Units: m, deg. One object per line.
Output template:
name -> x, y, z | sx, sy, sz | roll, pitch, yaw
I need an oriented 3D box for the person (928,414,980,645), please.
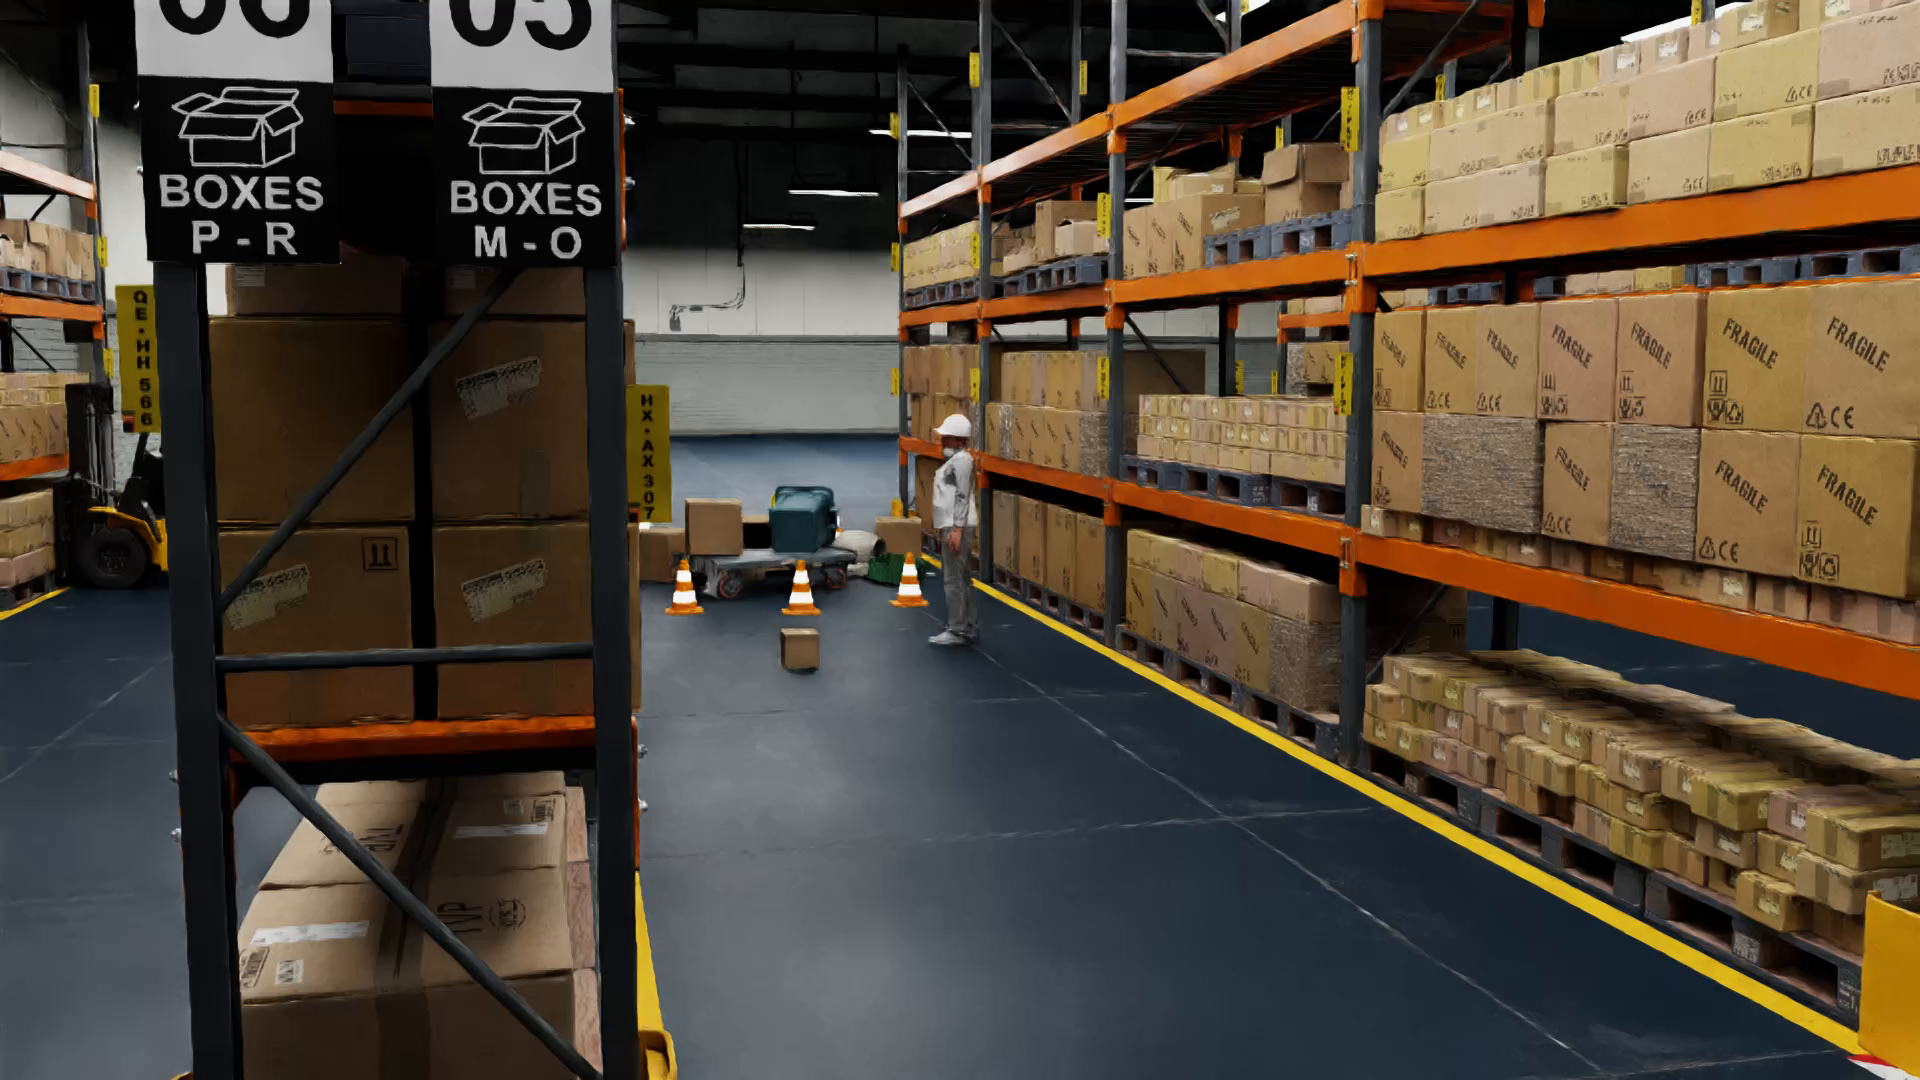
person -> -0.048, -0.090, 12.914 | 0.412, 1.773, 0.659 | 0, 6, -1
